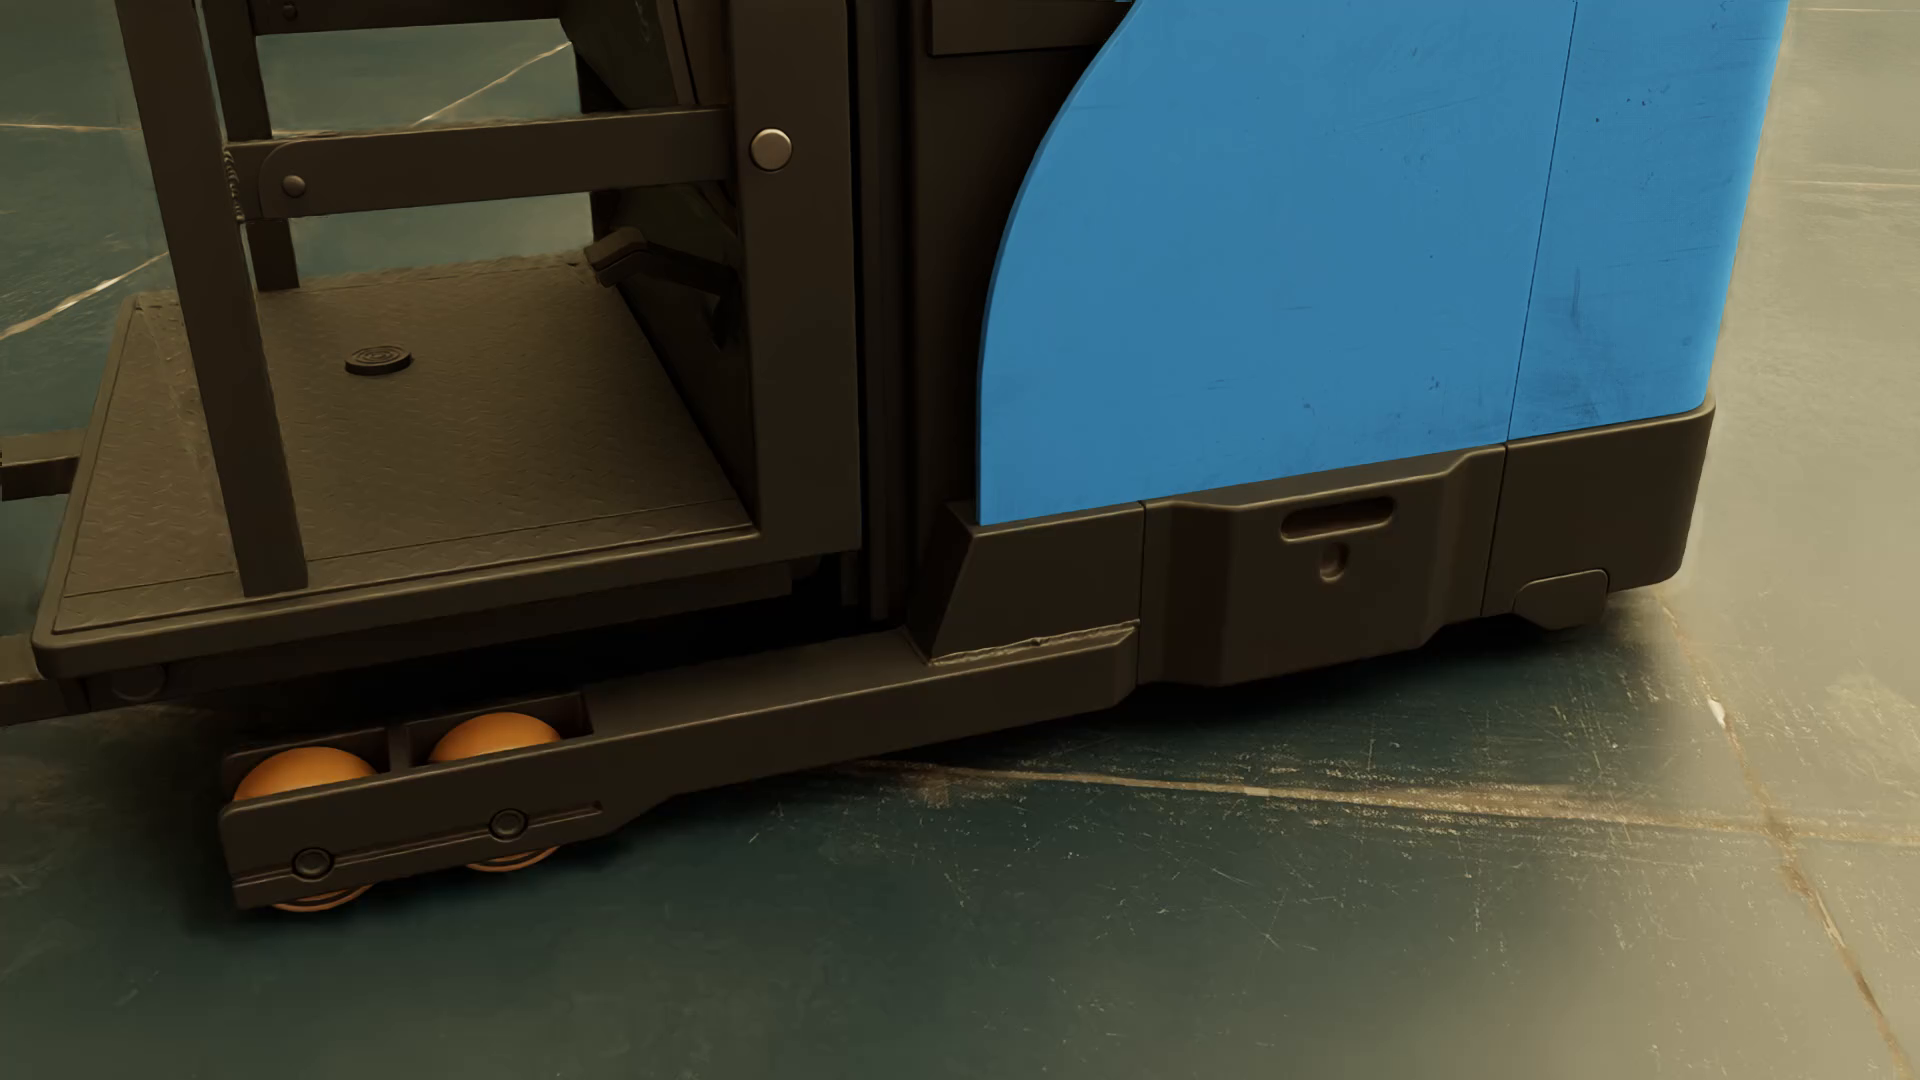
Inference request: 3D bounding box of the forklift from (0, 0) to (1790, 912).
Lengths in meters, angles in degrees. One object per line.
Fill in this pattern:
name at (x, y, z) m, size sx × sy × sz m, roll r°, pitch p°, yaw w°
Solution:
forklift at (-0.579, -1.192, 1.607) m, size 3.031 × 2.935 × 1.130 m, roll -9°, pitch 28°, yaw -18°
